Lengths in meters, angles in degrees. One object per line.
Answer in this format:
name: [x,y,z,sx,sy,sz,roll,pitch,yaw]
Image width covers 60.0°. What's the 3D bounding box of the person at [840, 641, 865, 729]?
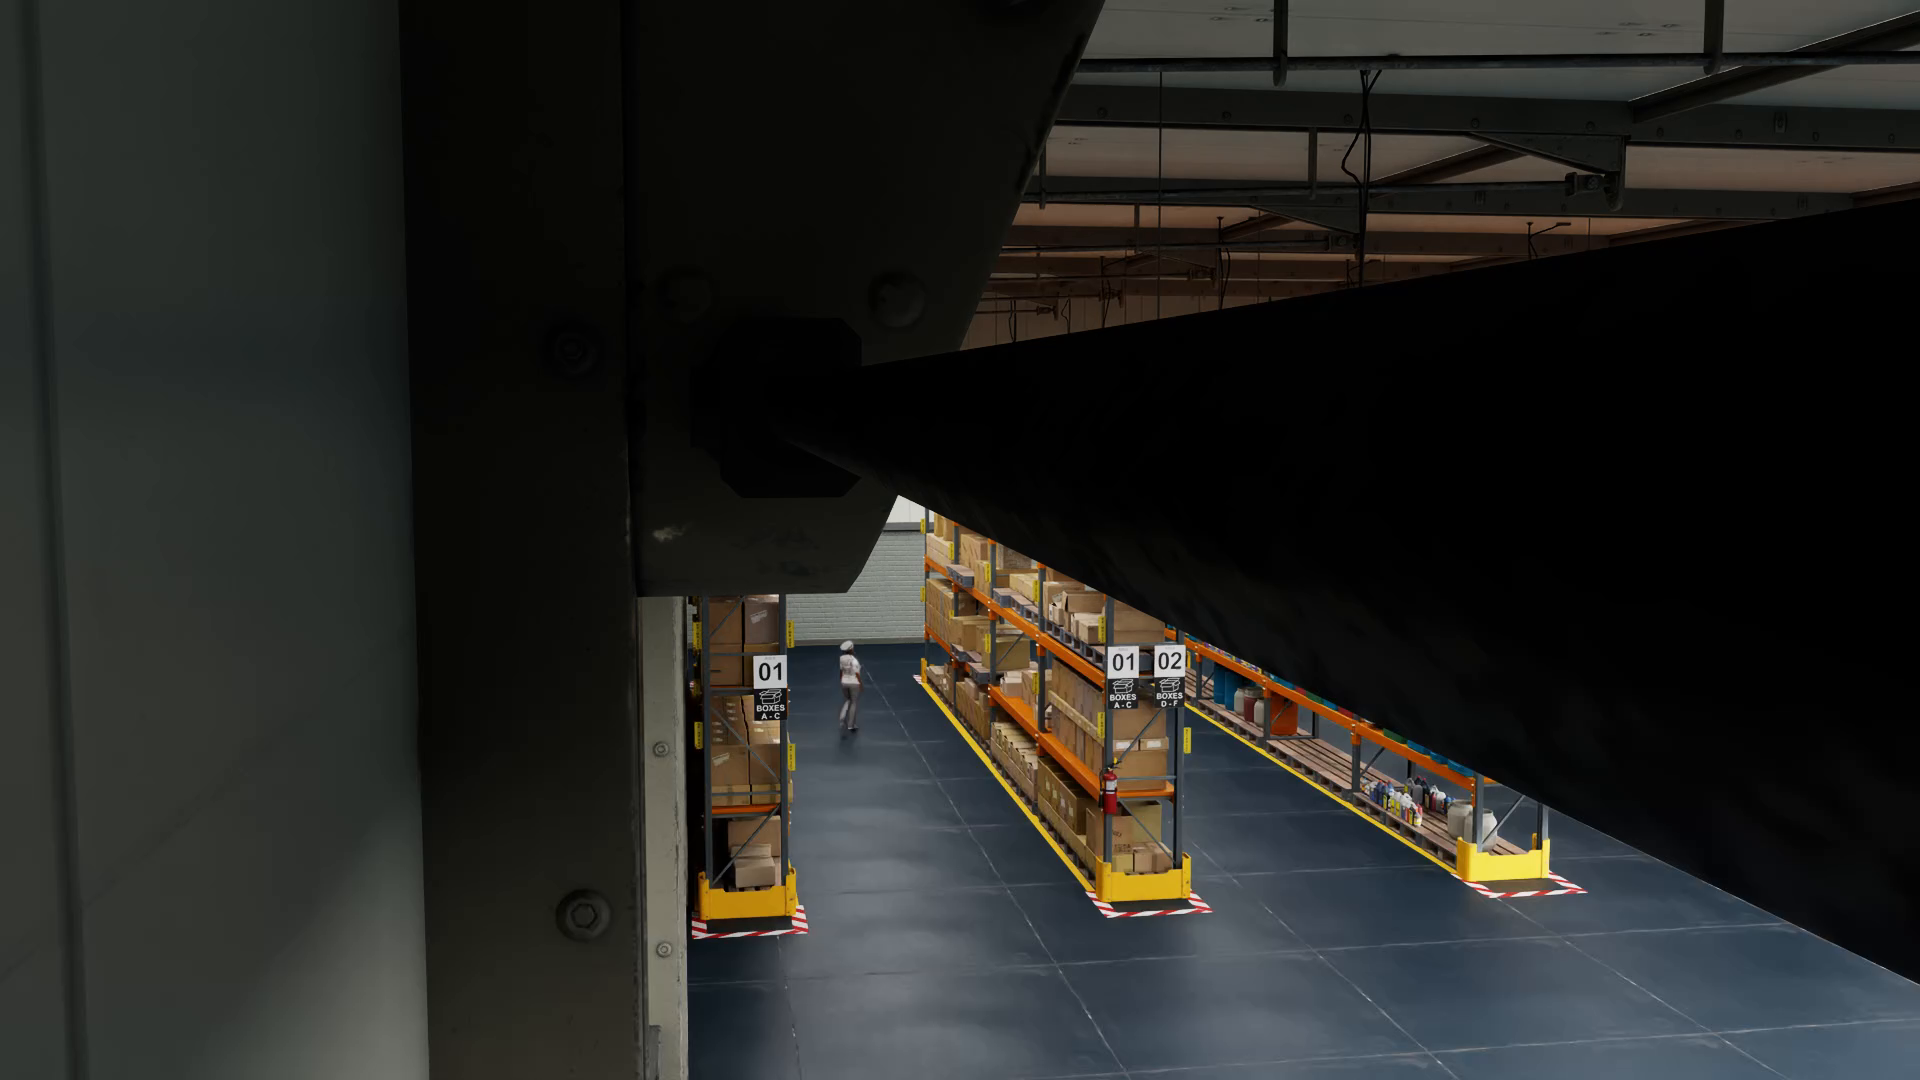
person: [-2.050,2.726,31.282,0.462,1.689,0.456,3,6,33]
